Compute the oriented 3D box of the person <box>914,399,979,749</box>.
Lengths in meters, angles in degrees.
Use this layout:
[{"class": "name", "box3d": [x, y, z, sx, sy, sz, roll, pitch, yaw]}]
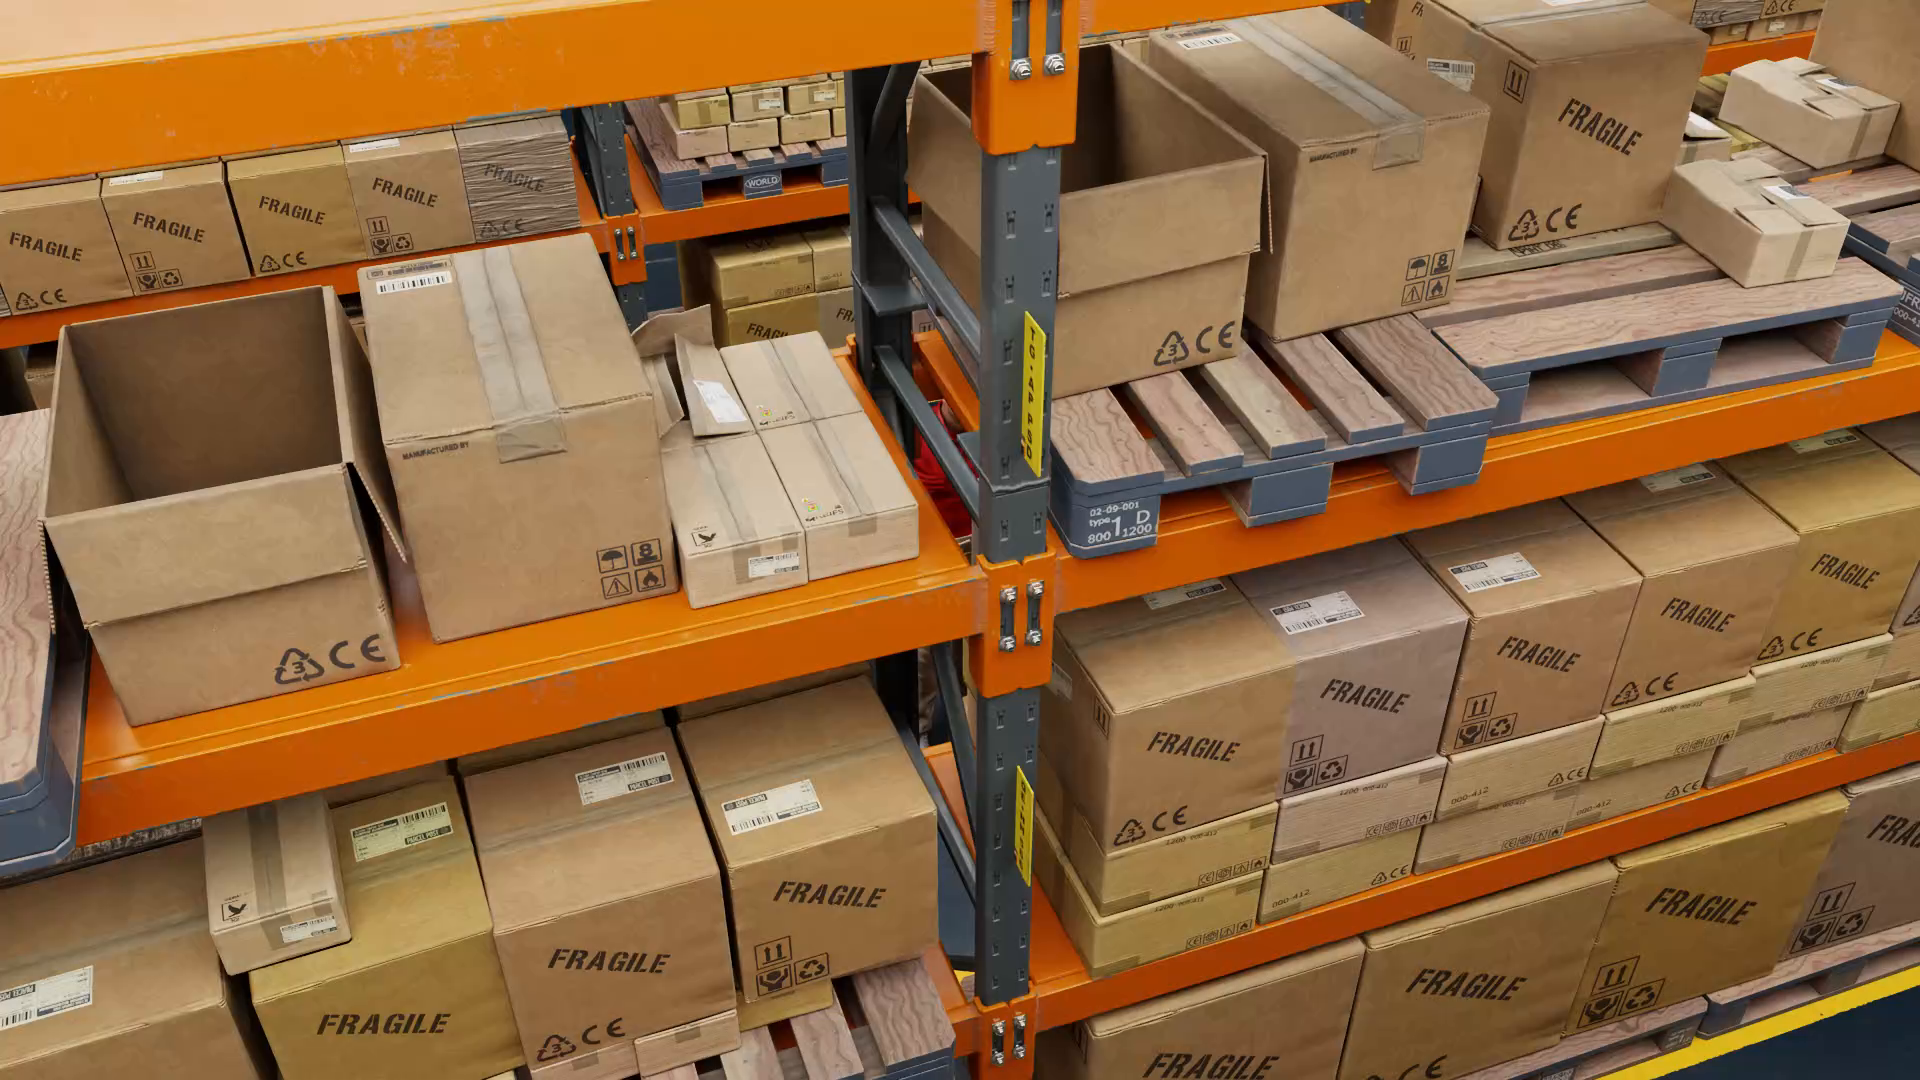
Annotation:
[{"class": "person", "box3d": [0.009, 0.109, 6.640, 0.640, 1.728, 0.550, -12, 39, -16]}]
